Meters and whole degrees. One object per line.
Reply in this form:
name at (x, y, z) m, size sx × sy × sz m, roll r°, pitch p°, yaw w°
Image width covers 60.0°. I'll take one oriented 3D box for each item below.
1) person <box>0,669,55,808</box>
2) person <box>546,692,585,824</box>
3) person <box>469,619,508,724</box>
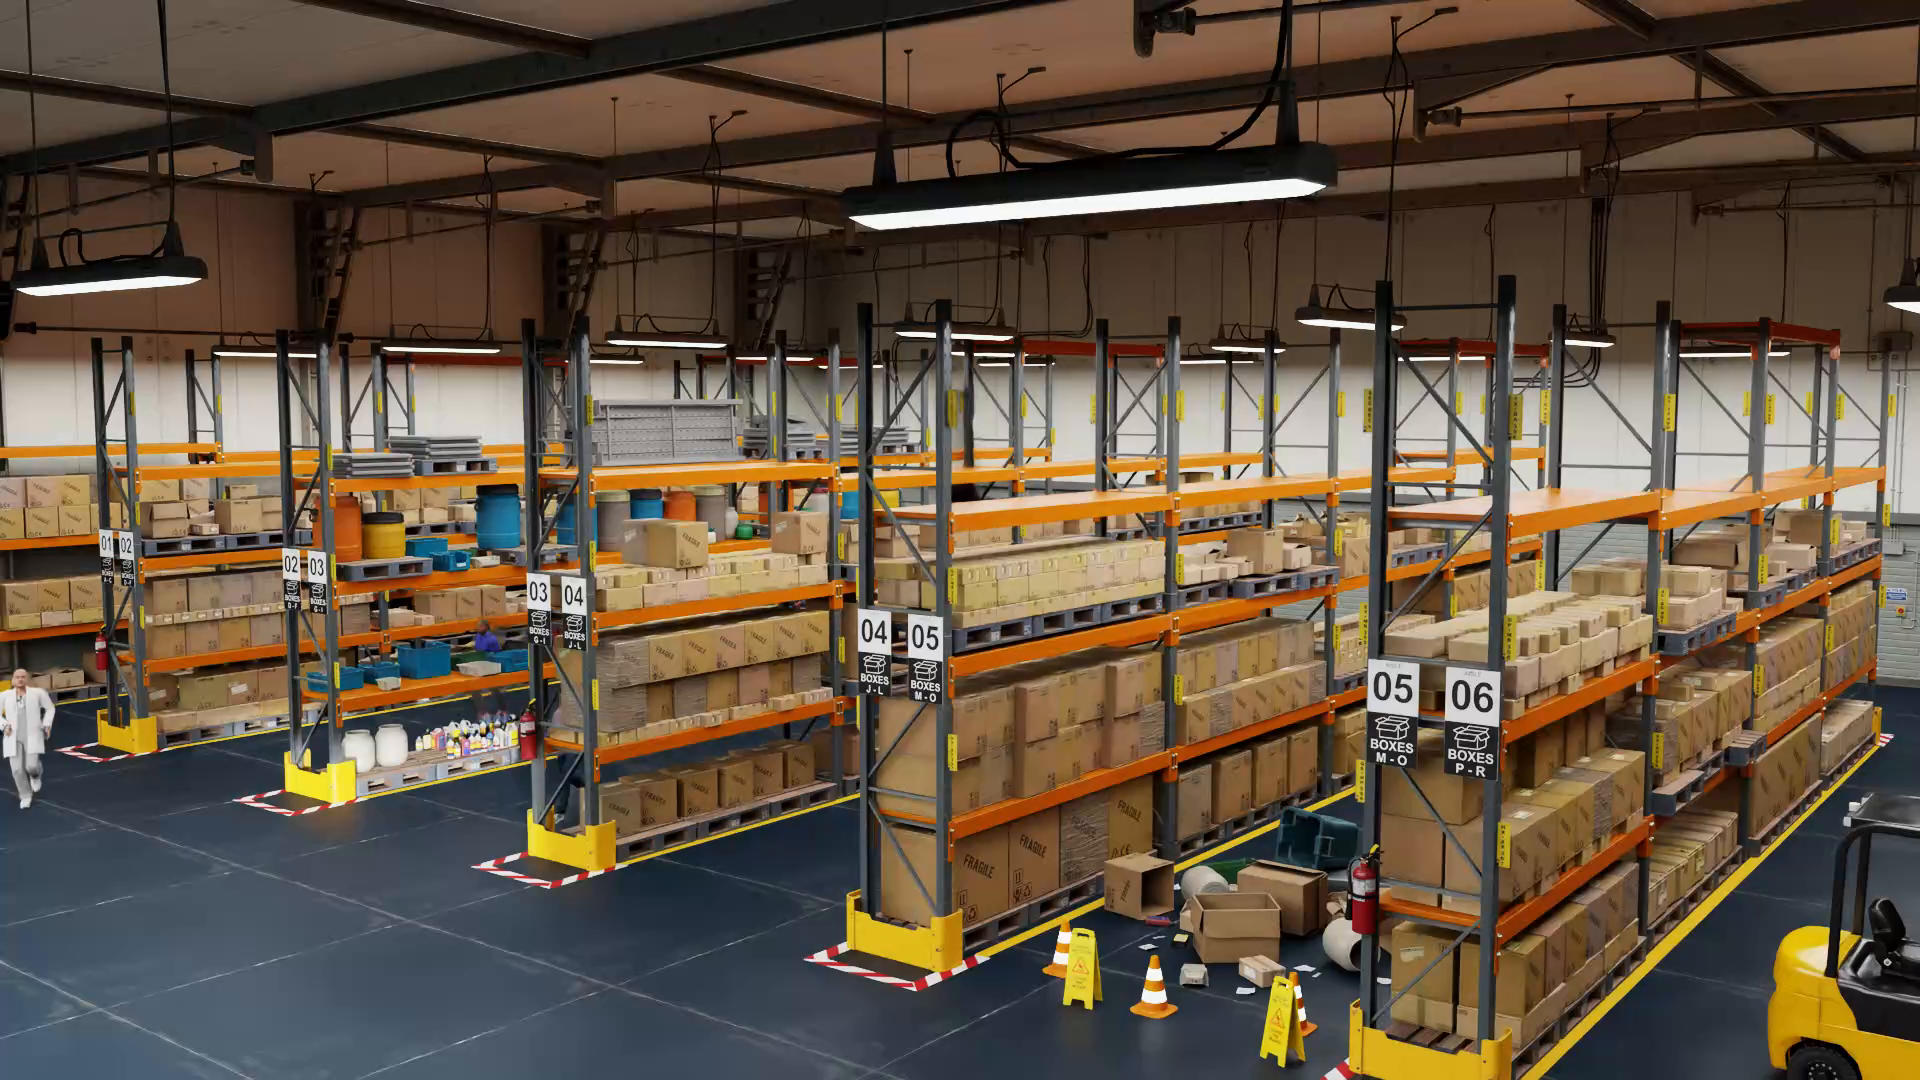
person at (-11.812, 2.485, 20.973) m, size 0.712 × 1.736 × 0.639 m, roll -2°, pitch 5°, yaw -25°
person at (-4.736, 2.588, 20.217) m, size 0.537 × 1.586 × 0.881 m, roll 3°, pitch 6°, yaw 27°
person at (-7.468, 2.063, 26.306) m, size 0.601 × 1.673 × 0.822 m, roll 2°, pitch 6°, yaw 27°
